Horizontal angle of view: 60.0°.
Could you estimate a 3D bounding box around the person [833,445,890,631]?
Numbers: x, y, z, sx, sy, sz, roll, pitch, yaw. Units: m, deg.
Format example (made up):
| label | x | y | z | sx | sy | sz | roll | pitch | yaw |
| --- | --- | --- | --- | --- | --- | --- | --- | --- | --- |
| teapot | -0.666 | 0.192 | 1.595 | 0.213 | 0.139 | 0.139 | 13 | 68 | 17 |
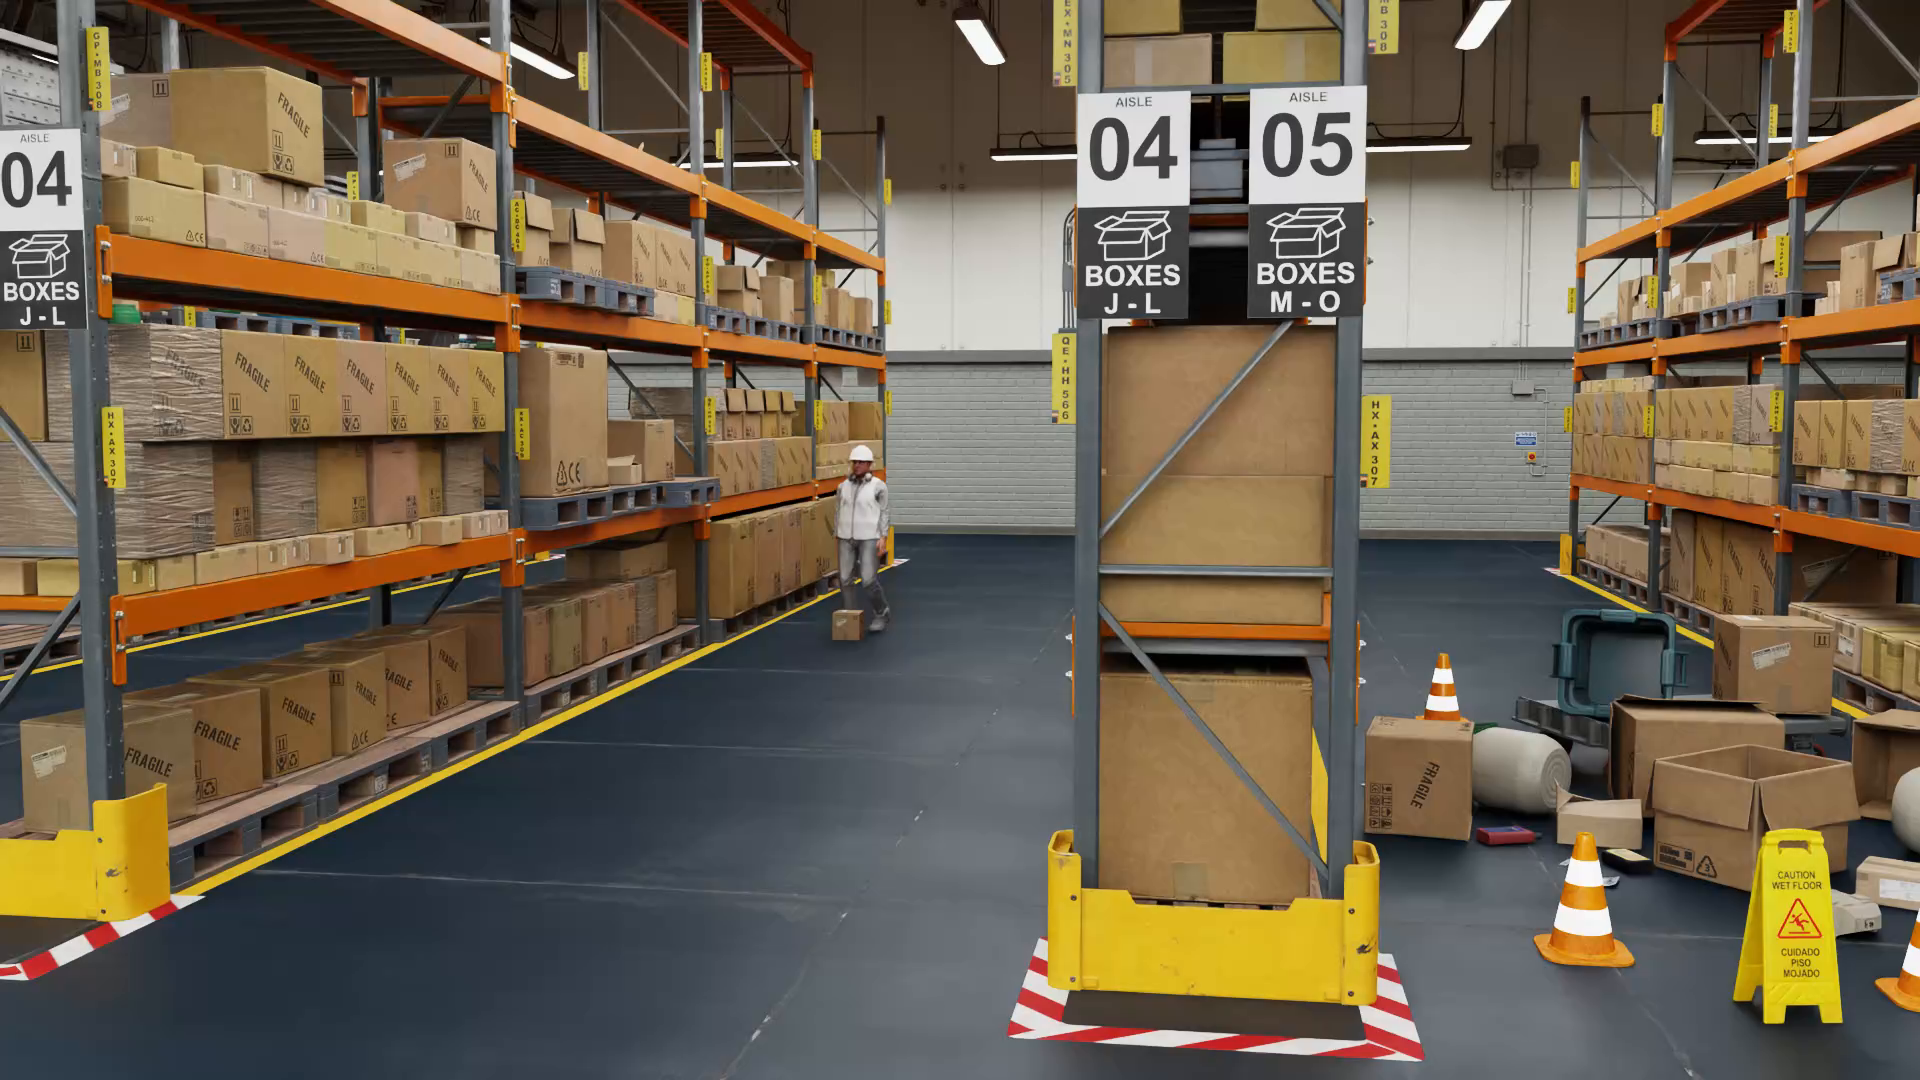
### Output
| label | x | y | z | sx | sy | sz | roll | pitch | yaw |
| --- | --- | --- | --- | --- | --- | --- | --- | --- | --- |
| person | -0.957 | -0.006 | 15.613 | 0.554 | 1.760 | 0.485 | 2 | 5 | 19 |
